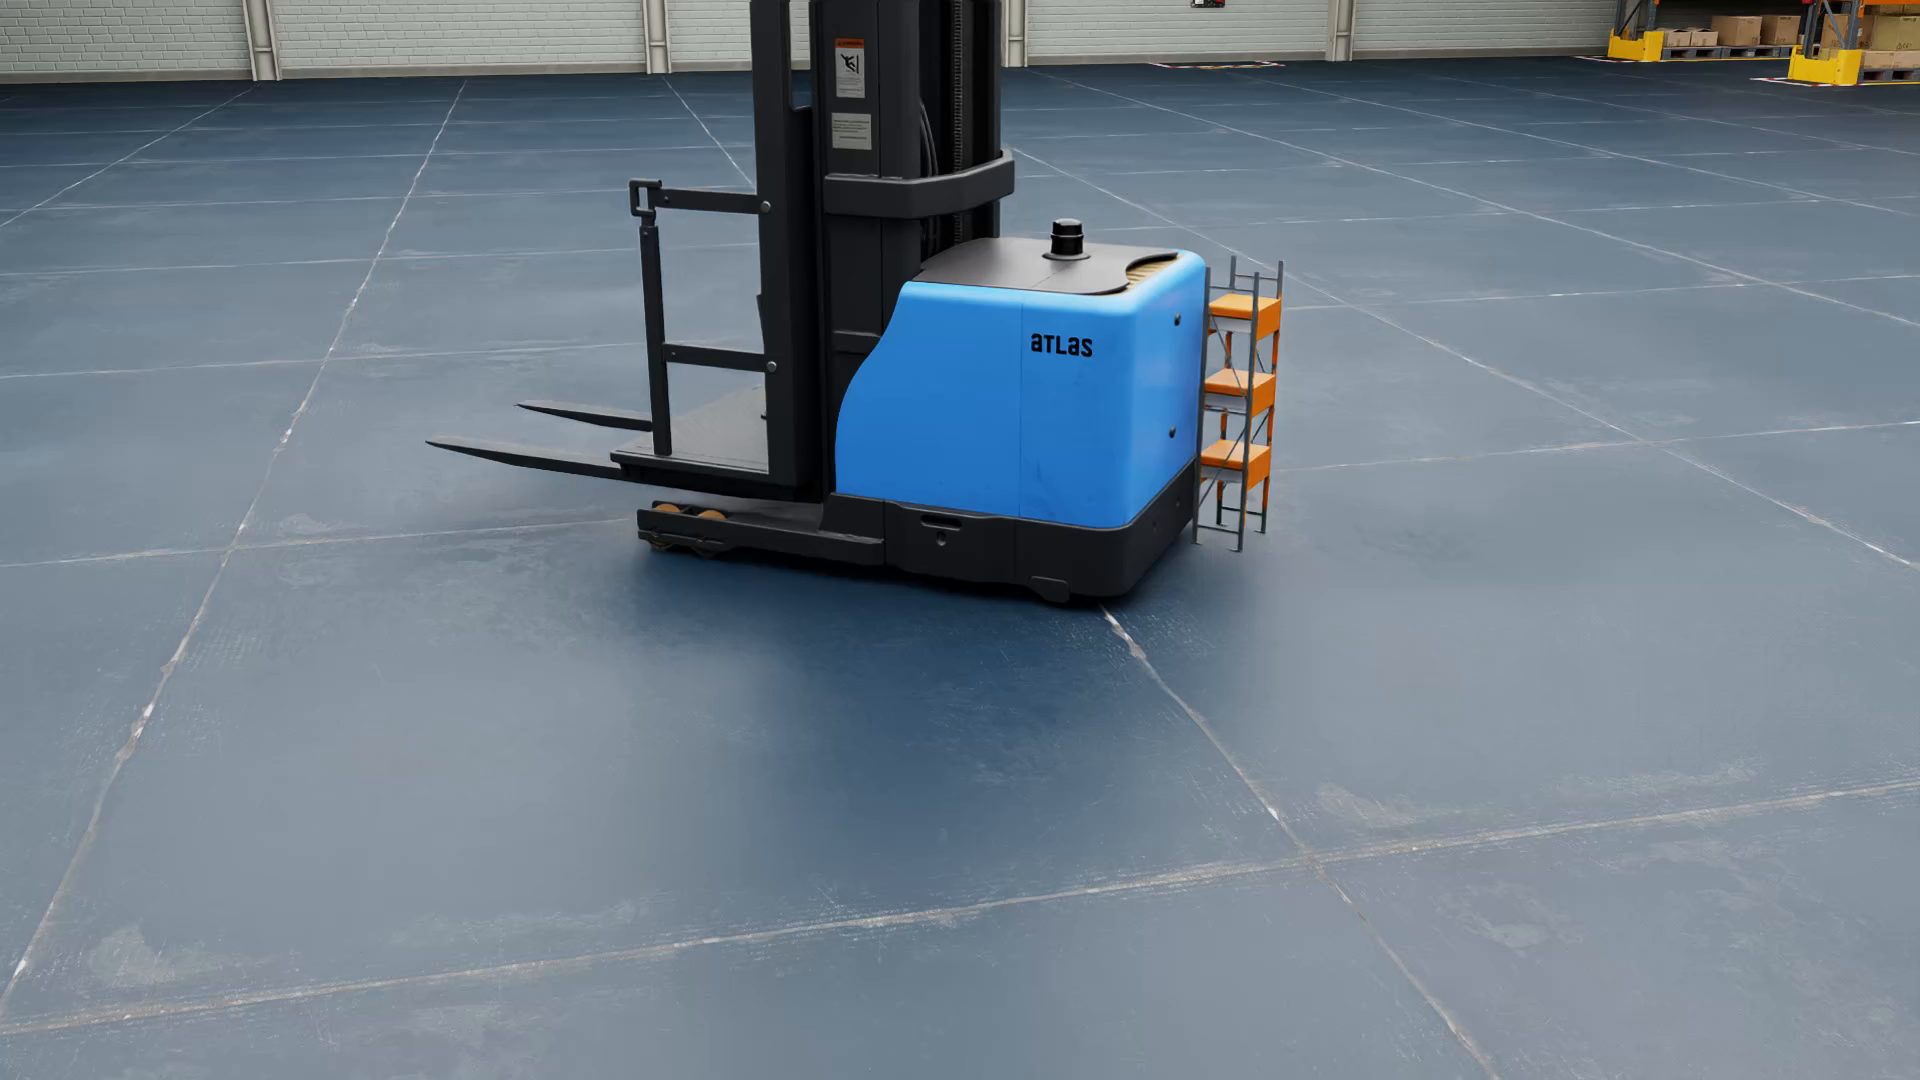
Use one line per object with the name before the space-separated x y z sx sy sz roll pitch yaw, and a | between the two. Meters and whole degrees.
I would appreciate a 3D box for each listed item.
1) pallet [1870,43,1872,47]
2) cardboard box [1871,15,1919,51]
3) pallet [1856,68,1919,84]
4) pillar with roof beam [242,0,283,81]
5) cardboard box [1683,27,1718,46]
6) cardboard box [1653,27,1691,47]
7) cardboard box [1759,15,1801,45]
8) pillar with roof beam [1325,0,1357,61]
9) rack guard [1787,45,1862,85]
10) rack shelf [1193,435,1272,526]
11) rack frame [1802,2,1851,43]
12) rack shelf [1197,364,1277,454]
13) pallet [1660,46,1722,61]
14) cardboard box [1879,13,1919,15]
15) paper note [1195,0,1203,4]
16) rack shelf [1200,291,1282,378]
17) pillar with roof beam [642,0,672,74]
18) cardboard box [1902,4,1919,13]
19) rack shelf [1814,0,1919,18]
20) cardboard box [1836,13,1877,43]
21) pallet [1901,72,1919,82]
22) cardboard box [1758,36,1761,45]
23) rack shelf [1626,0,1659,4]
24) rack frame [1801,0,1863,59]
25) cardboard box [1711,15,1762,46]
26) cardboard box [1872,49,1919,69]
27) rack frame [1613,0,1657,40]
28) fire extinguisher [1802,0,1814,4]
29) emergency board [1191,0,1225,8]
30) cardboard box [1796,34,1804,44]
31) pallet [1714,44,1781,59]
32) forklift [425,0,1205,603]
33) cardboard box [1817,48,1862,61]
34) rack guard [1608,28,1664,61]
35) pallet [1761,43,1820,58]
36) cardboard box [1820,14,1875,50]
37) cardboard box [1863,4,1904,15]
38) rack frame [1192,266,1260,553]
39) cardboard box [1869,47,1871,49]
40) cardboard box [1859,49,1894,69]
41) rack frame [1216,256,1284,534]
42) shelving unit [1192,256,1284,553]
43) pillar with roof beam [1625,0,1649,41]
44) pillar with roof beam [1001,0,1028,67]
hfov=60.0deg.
pallet | 16.770 -9.188 31.090 1.213 0.211 1.003 -5 21 -12
cardboard box | 14.322 -7.727 25.345 0.500 0.500 0.500 -5 21 -12
pallet | 13.998 -7.226 25.734 1.213 0.211 1.003 -5 21 -12
pillar with roof beam | -9.763 -9.940 20.367 0.400 9.000 9.100 -5 21 -12
cardboard box | 13.369 -9.132 30.154 0.500 0.311 0.500 -3 20 -8
cardboard box | 12.814 -9.087 30.031 0.500 0.311 0.500 -7 21 -19
cardboard box | 15.012 -9.373 30.534 0.500 0.500 0.500 -6 21 -17
pillar with roof beam | 7.754 -11.365 24.256 0.400 9.000 9.100 -5 21 -12
rack guard | 13.240 -7.285 25.475 0.348 0.500 1.175 -5 21 -12
rack shelf | 1.024 -0.228 6.250 0.215 0.259 0.240 11 23 28
rack frame | 16.012 -10.435 30.441 0.127 3.000 1.000 -5 21 -12
rack shelf | 1.024 -0.489 6.154 0.215 0.259 0.240 11 23 28
pallet | 12.992 -8.868 30.216 1.213 0.211 1.003 -5 21 -12
cardboard box | 14.686 -7.945 25.940 0.500 0.500 0.500 -5 21 -12
paper note | 4.161 -9.401 28.899 0.142 0.148 0.016 -5 21 -12
rack shelf | 1.024 -0.755 6.056 0.215 0.259 0.240 11 23 28
pillar with roof beam | -3.924 -10.415 21.663 0.400 9.000 9.100 -5 21 -12
cardboard box | 17.658 -9.962 31.055 0.500 0.250 0.500 -5 21 -14
rack shelf | 15.210 -8.281 25.607 4.000 0.370 1.077 -5 21 -12
cardboard box | 16.725 -9.532 30.969 0.500 0.500 0.700 -4 20 -11
pallet | 15.183 -7.321 25.994 1.213 0.211 1.003 -5 21 -12
cardboard box | 14.451 -9.183 30.528 0.250 0.149 0.380 -6 21 -17
rack shelf | 14.066 -9.939 30.132 4.000 0.370 1.077 -5 21 -12
rack frame | 13.263 -8.461 25.051 0.127 3.000 1.000 -5 21 -12
cardboard box | 14.094 -9.263 30.234 0.500 0.500 0.700 -6 21 -16
cardboard box | 14.322 -7.376 25.475 0.500 0.250 0.500 -5 21 -12
rack frame | 12.120 -10.119 29.577 0.127 3.000 1.000 -5 21 -12
fire extinguisher | 13.041 -8.571 25.463 0.183 0.674 0.296 -5 21 -12
emergency board | 4.349 -9.806 28.723 0.643 1.169 0.194 -5 21 -12
cardboard box | 15.499 -9.259 30.709 0.250 0.166 0.380 -7 21 -20
pallet | 14.177 -8.963 30.476 1.213 0.211 1.003 -5 21 -12
forklift | -0.656 -1.474 6.076 3.031 2.935 1.130 8 22 21
cardboard box | 13.717 -7.508 25.837 0.500 0.250 0.500 -5 21 -12
rack guard | 12.194 -8.951 30.023 0.348 0.500 1.175 -5 21 -12
pallet | 15.367 -9.061 30.743 1.213 0.211 1.003 -5 21 -12
cardboard box | 13.717 -7.861 25.710 0.500 0.500 0.500 -5 21 -12
cardboard box | 17.153 -9.920 30.939 0.500 0.250 0.500 -5 21 -14
rack frame | 0.963 -0.463 6.051 0.200 1.050 0.008 11 23 28
cardboard box | 14.201 -7.552 25.956 0.500 0.250 0.500 -5 21 -12
cardboard box | 13.836 -7.335 25.364 0.500 0.250 0.500 -5 21 -12
rack frame | 1.085 -0.535 6.249 0.200 1.050 0.008 11 23 28
shelving unit | 1.024 -0.499 6.150 0.215 1.050 0.252 11 23 28
pillar with roof beam | 13.593 -11.840 25.553 0.400 9.000 9.100 -5 21 -12
pillar with roof beam | 1.915 -10.890 22.960 0.400 9.000 9.100 -5 21 -12
